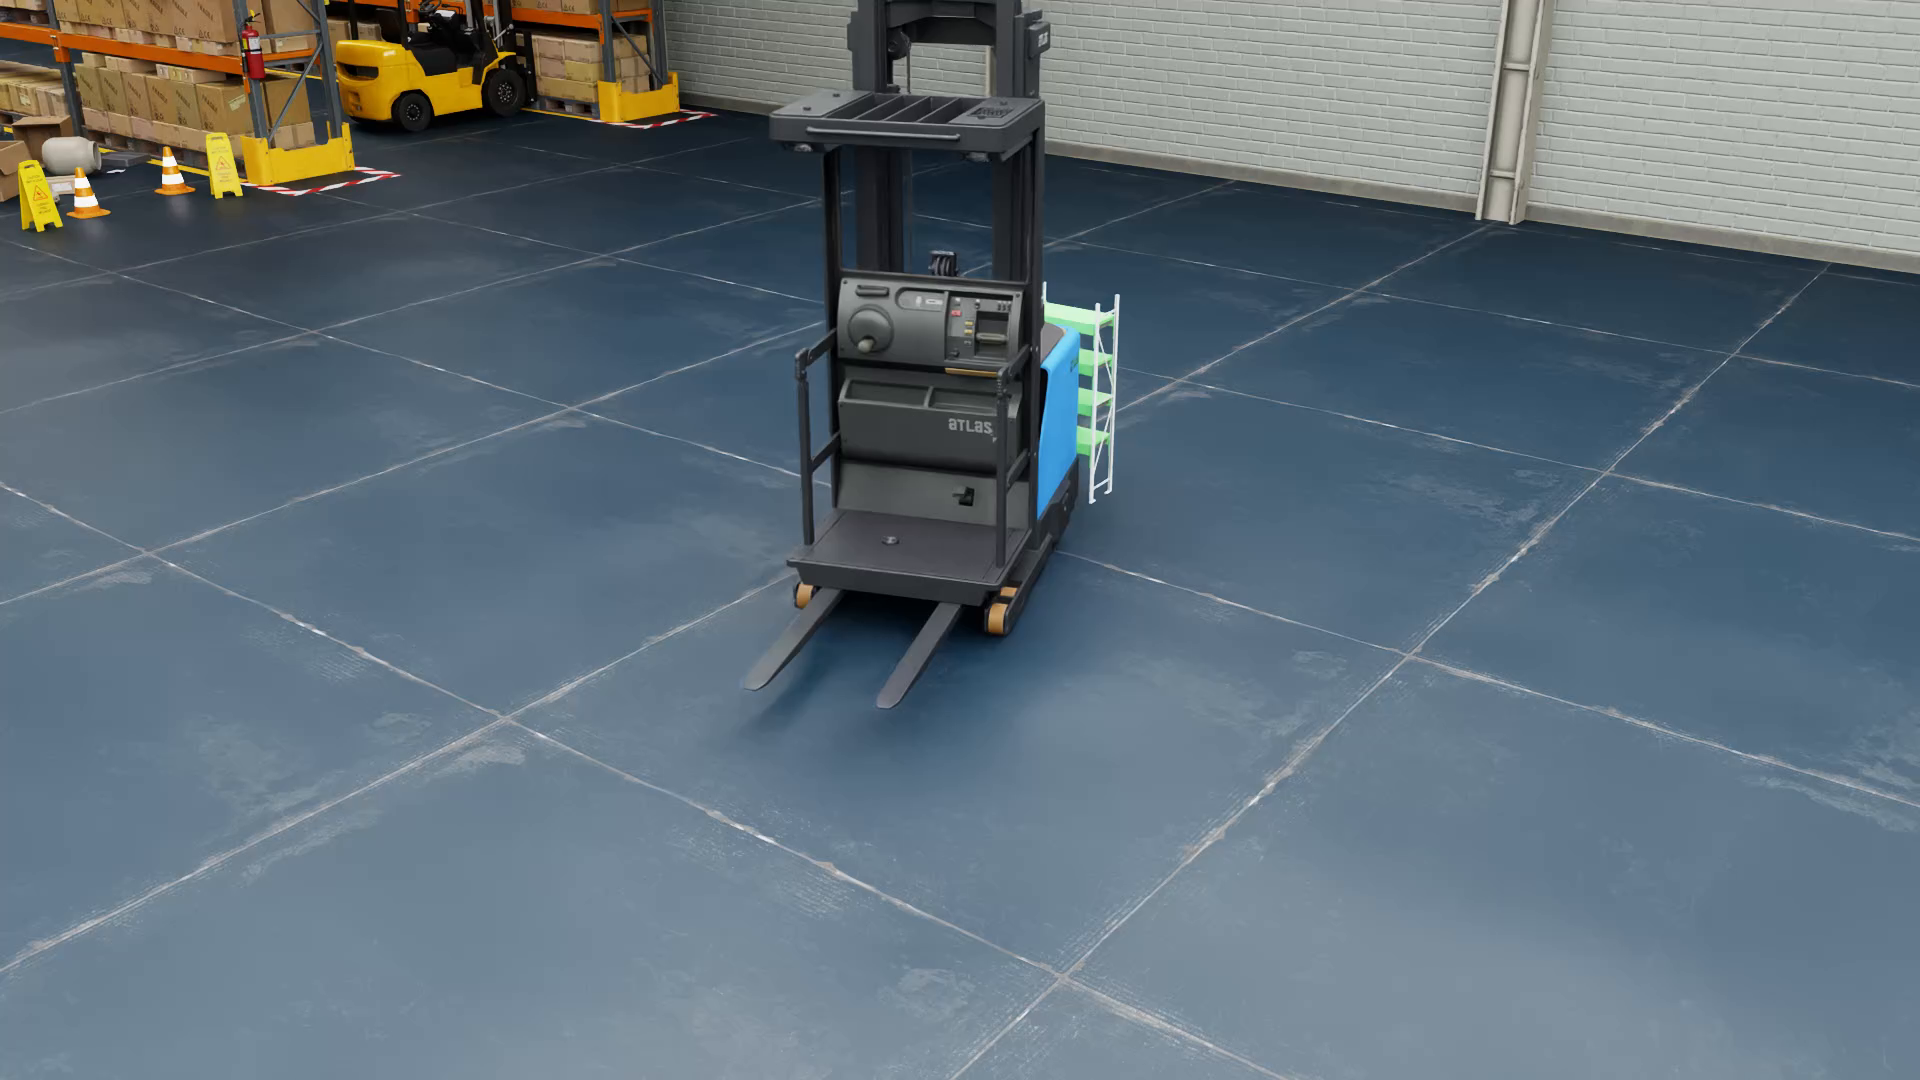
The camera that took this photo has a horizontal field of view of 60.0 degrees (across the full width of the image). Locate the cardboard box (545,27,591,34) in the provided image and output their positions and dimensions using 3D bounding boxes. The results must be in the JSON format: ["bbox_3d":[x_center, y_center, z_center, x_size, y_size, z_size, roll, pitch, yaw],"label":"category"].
[{"bbox_3d":[-5.308,-6.804,22.621,0.500,0.250,0.500,17,29,33],"label":"cardboard box"}]

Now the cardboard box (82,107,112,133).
[{"bbox_3d":[-10.105,-5.060,19.903,0.500,0.250,0.500,15,28,31],"label":"cardboard box"}]

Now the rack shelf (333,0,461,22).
[{"bbox_3d":[-9.042,-8.113,24.835,4.000,0.370,1.077,17,29,33],"label":"rack shelf"}]

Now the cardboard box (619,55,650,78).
[{"bbox_3d":[-4.492,-6.334,22.176,0.500,0.250,0.500,17,29,34],"label":"cardboard box"}]

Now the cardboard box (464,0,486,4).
[{"bbox_3d":[-6.410,-7.570,22.586,0.500,0.500,0.500,16,29,33],"label":"cardboard box"}]

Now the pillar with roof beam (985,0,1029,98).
[{"bbox_3d":[-2.038,-7.356,14.784,0.400,9.000,9.100,17,29,33],"label":"pillar with roof beam"}]

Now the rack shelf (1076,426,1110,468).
[{"bbox_3d":[0.628,-0.580,9.832,0.480,0.148,0.258,15,28,31],"label":"rack shelf"}]

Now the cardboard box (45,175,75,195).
[{"bbox_3d":[-9.474,-3.749,17.574,0.380,0.149,0.250,-10,26,-21],"label":"cardboard box"}]

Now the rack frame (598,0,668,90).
[{"bbox_3d":[-4.241,-6.991,21.397,0.127,3.000,1.000,17,29,33],"label":"rack frame"}]

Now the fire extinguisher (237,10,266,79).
[{"bbox_3d":[-7.400,-5.177,17.375,0.183,0.674,0.296,17,29,33],"label":"fire extinguisher"}]

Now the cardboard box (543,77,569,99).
[{"bbox_3d":[-5.198,-6.060,22.173,0.500,0.250,0.500,17,29,33],"label":"cardboard box"}]

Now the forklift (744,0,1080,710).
[{"bbox_3d":[-0.208,-1.044,7.983,1.130,2.935,3.031,7,25,14],"label":"forklift"}]

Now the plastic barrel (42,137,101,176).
[{"bbox_3d":[-9.776,-4.221,18.304,0.512,0.421,0.421,-5,24,-12],"label":"plastic barrel"}]

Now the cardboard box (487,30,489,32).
[{"bbox_3d":[-6.434,-6.888,22.812,0.500,0.250,0.500,18,29,35],"label":"cardboard box"}]

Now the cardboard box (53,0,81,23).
[{"bbox_3d":[-10.231,-6.341,19.429,0.500,0.500,0.500,17,29,33],"label":"cardboard box"}]

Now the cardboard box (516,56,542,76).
[{"bbox_3d":[-5.638,-6.413,22.355,0.500,0.250,0.500,16,28,32],"label":"cardboard box"}]

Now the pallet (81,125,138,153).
[{"bbox_3d":[-9.857,-4.929,20.175,1.213,0.211,1.003,17,29,33],"label":"pallet"}]

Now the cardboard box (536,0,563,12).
[{"bbox_3d":[-5.202,-7.199,21.746,0.500,0.500,0.500,18,29,35],"label":"cardboard box"}]

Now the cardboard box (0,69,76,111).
[{"bbox_3d":[-11.971,-5.812,21.459,0.625,0.372,0.950,18,29,35],"label":"cardboard box"}]

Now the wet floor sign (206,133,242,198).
[{"bbox_3d":[-7.704,-3.920,17.347,0.267,0.644,0.232,-15,28,-30],"label":"wet floor sign"}]

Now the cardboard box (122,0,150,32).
[{"bbox_3d":[-9.005,-5.986,18.623,0.500,0.500,0.500,17,29,34],"label":"cardboard box"}]

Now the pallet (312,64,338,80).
[{"bbox_3d":[-9.035,-7.143,25.199,1.213,0.211,1.003,17,29,33],"label":"pallet"}]

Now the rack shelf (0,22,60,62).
[{"bbox_3d":[-12.016,-6.510,21.198,4.000,0.370,1.077,17,29,33],"label":"rack shelf"}]

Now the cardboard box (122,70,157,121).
[{"bbox_3d":[-9.256,-5.152,19.181,0.500,0.500,0.500,19,30,36],"label":"cardboard box"}]

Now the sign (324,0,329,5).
[{"bbox_3d":[-6.889,-5.960,17.983,0.005,0.325,0.100,17,29,33],"label":"sign"}]

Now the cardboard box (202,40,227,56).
[{"bbox_3d":[-7.912,-5.321,17.917,0.250,0.149,0.380,16,29,33],"label":"cardboard box"}]

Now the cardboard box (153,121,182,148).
[{"bbox_3d":[-8.855,-4.684,19.049,0.500,0.250,0.500,16,28,31],"label":"cardboard box"}]

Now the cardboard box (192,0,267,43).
[{"bbox_3d":[-7.814,-5.613,17.776,0.500,0.500,0.500,16,29,32],"label":"cardboard box"}]

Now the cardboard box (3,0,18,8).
[{"bbox_3d":[-11.421,-6.589,20.274,0.250,0.149,0.380,16,29,32],"label":"cardboard box"}]

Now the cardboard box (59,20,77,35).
[{"bbox_3d":[-10.356,-6.061,19.598,0.250,0.149,0.380,17,29,33],"label":"cardboard box"}]

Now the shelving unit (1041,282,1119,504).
[{"bbox_3d":[0.628,-0.858,9.710,0.503,1.200,0.258,15,28,31],"label":"shelving unit"}]

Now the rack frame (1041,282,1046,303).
[{"bbox_3d":[0.427,-0.914,9.836,0.015,1.200,0.240,15,28,31],"label":"rack frame"}]

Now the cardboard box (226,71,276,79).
[{"bbox_3d":[-8.135,-5.081,19.020,0.500,0.500,0.500,16,28,31],"label":"cardboard box"}]

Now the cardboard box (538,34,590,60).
[{"bbox_3d":[-5.208,-6.515,21.965,0.500,0.250,0.500,17,29,34],"label":"cardboard box"}]

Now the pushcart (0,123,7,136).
[{"bbox_3d":[-11.743,-4.408,18.787,0.936,0.377,1.648,7,25,15],"label":"pushcart"}]

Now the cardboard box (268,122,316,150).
[{"bbox_3d":[-7.694,-4.607,18.875,0.500,0.250,0.500,17,29,33],"label":"cardboard box"}]

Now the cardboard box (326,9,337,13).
[{"bbox_3d":[-10.151,-7.876,25.829,0.625,0.625,0.875,18,29,35],"label":"cardboard box"}]

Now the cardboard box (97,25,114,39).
[{"bbox_3d":[-9.715,-5.891,19.213,0.250,0.149,0.380,18,29,35],"label":"cardboard box"}]

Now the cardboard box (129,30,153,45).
[{"bbox_3d":[-9.119,-5.697,18.771,0.250,0.149,0.380,17,29,33],"label":"cardboard box"}]

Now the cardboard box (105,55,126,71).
[{"bbox_3d":[-9.629,-5.527,19.228,0.250,0.149,0.380,18,30,35],"label":"cardboard box"}]

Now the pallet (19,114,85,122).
[{"bbox_3d":[-11.039,-5.268,20.944,1.213,0.211,1.003,17,29,33],"label":"pallet"}]

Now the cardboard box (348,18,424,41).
[{"bbox_3d":[-8.482,-7.376,24.696,0.625,0.625,0.875,16,29,33],"label":"cardboard box"}]

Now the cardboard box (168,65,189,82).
[{"bbox_3d":[-8.545,-5.201,18.489,0.250,0.149,0.380,17,29,34],"label":"cardboard box"}]

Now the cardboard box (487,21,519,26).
[{"bbox_3d":[-6.517,-7.175,23.465,0.500,0.250,0.500,16,29,33],"label":"cardboard box"}]

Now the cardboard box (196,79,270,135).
[{"bbox_3d":[-8.012,-4.775,18.327,0.500,0.500,0.500,17,29,34],"label":"cardboard box"}]
